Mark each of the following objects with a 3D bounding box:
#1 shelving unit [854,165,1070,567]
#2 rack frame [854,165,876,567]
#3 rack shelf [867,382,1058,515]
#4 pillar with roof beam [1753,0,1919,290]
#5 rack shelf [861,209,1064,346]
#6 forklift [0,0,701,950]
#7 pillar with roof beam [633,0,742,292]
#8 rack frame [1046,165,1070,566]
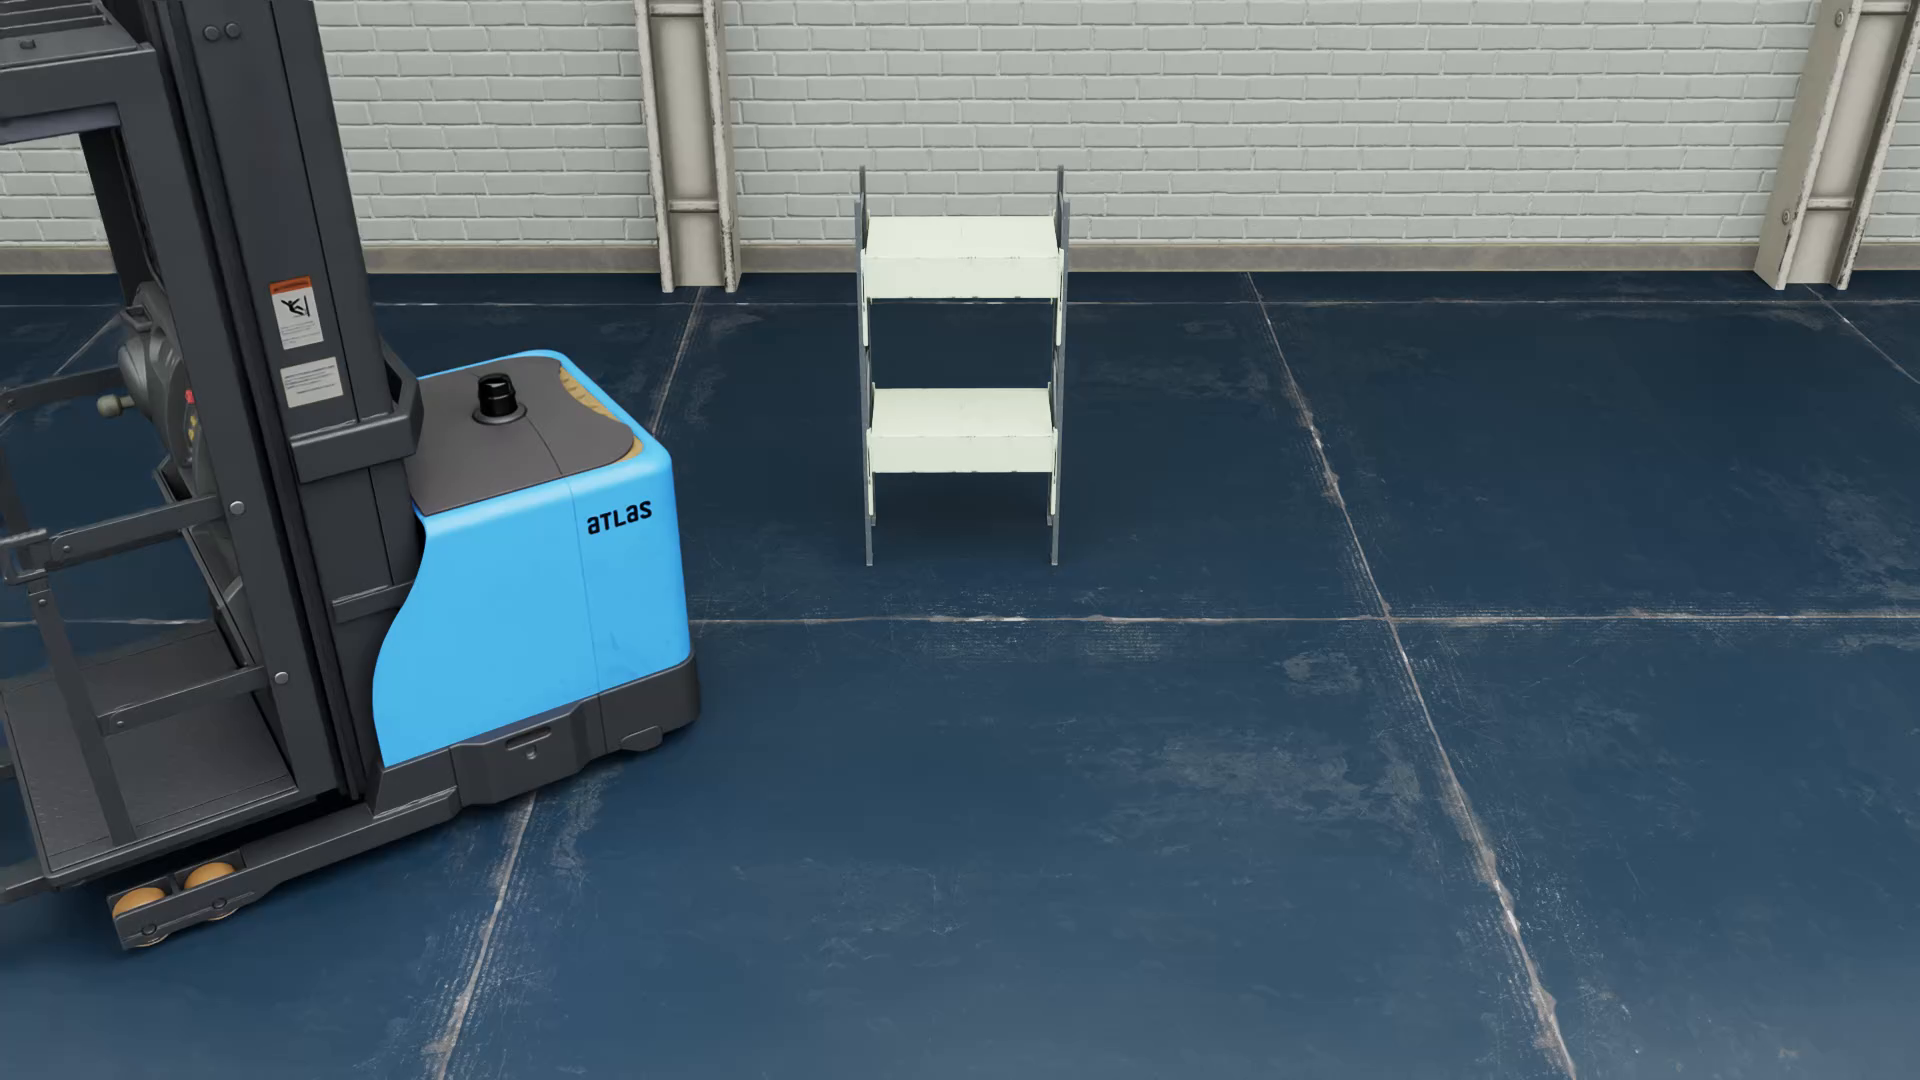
[{"bbox_3d":[0.007,-0.641,6.361,0.755,1.500,0.431,0,31,0],"label":"shelving unit"},{"bbox_3d":[-0.359,-0.640,6.359,0.023,1.500,0.400,0,31,0],"label":"rack frame"},{"bbox_3d":[0.007,-0.363,6.530,0.720,0.370,0.431,0,31,0],"label":"rack shelf"},{"bbox_3d":[4.621,-3.047,3.097,0.400,9.000,9.100,0,31,0],"label":"pillar with roof beam"},{"bbox_3d":[0.007,-0.975,6.159,0.720,0.370,0.431,0,31,0],"label":"rack shelf"},{"bbox_3d":[-2.394,-0.392,4.570,3.031,2.935,1.130,-19,36,-28],"label":"forklift"},{"bbox_3d":[-1.379,-3.028,3.066,0.400,9.000,9.100,0,31,0],"label":"pillar with roof beam"},{"bbox_3d":[0.373,-0.642,6.363,0.023,1.500,0.400,0,31,0],"label":"rack frame"}]
